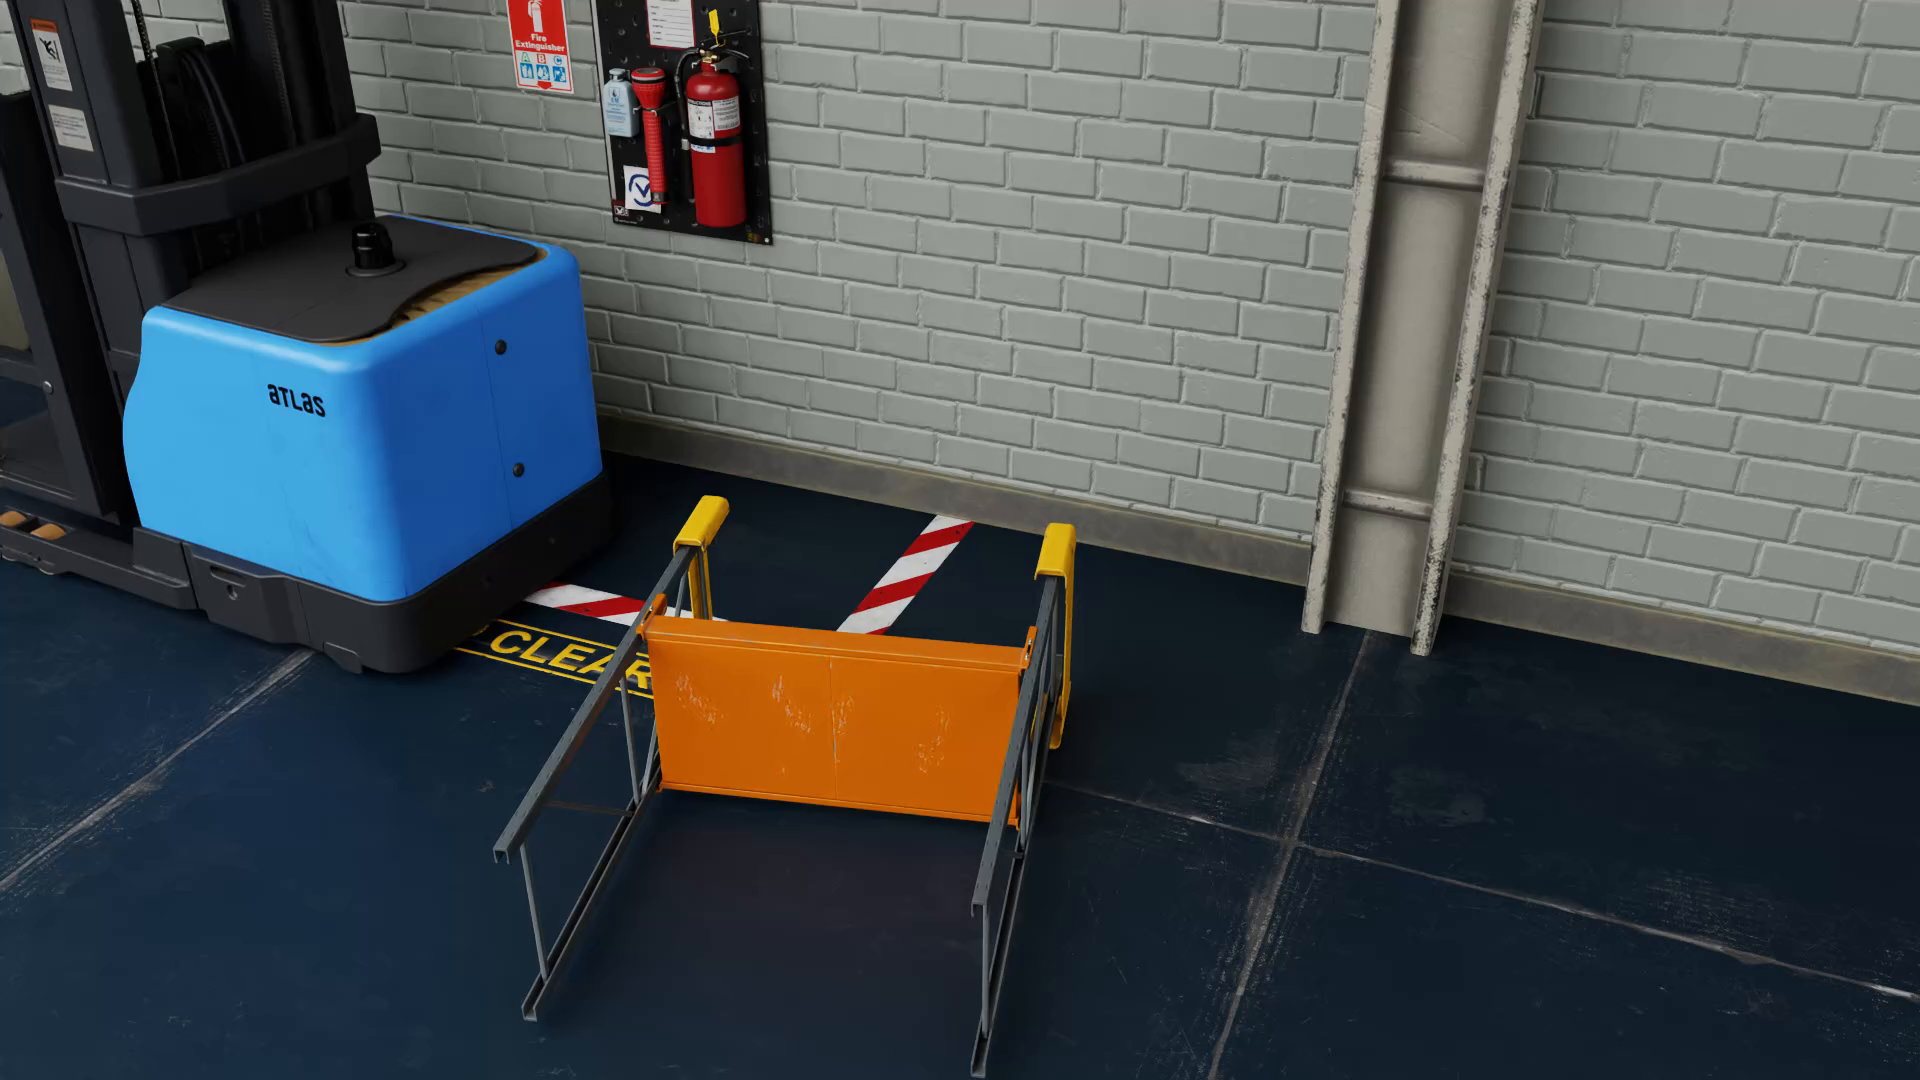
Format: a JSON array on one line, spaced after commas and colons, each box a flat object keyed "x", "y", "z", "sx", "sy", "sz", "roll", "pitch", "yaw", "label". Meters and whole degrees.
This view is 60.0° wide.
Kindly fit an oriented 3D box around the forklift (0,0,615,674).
[{"x": -2.721, "y": -1.374, "z": 5.202, "sx": 3.031, "sy": 2.935, "sz": 1.130, "roll": 14, "pitch": 33, "yaw": 24, "label": "forklift"}]

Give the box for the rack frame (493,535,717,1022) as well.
[{"x": -0.843, "y": 0.495, "z": 4.252, "sx": 0.032, "sy": 0.500, "sz": 1.500, "roll": 5, "pitch": 30, "yaw": 8, "label": "rack frame"}]

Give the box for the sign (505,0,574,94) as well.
[{"x": -1.432, "y": -1.693, "z": 5.661, "sx": 0.234, "sy": 0.329, "sz": 0.001, "roll": 11, "pitch": 31, "yaw": 19, "label": "sign"}]

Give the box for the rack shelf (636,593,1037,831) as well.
[{"x": -0.312, "y": 0.448, "z": 4.334, "sx": 1.000, "sy": 0.538, "sz": 0.185, "roll": 5, "pitch": 30, "yaw": 8, "label": "rack shelf"}]

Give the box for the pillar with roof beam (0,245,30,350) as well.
[{"x": -5.861, "y": -2.813, "z": 1.581, "sx": 0.400, "sy": 9.000, "sz": 9.100, "roll": 11, "pitch": 31, "yaw": 19, "label": "pillar with roof beam"}]

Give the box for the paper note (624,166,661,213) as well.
[{"x": -1.097, "y": -1.209, "z": 5.736, "sx": 0.142, "sy": 0.148, "sz": 0.016, "roll": 11, "pitch": 31, "yaw": 19, "label": "paper note"}]

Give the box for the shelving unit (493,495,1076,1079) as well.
[{"x": -0.332, "y": 0.537, "z": 4.179, "sx": 1.083, "sy": 0.587, "sz": 1.500, "roll": 5, "pitch": 30, "yaw": 8, "label": "shelving unit"}]

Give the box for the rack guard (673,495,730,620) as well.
[{"x": -0.722, "y": 0.191, "z": 4.784, "sx": 0.087, "sy": 0.587, "sz": 0.250, "roll": 5, "pitch": 30, "yaw": 8, "label": "rack guard"}]

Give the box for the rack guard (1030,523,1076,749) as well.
[{"x": 0.261, "y": 0.270, "z": 4.644, "sx": 0.087, "sy": 0.587, "sz": 0.250, "roll": 5, "pitch": 30, "yaw": 8, "label": "rack guard"}]

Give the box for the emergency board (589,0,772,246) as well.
[{"x": -0.958, "y": -1.529, "z": 5.406, "sx": 0.643, "sy": 1.169, "sz": 0.194, "roll": 11, "pitch": 31, "yaw": 19, "label": "emergency board"}]

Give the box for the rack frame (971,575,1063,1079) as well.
[{"x": 0.161, "y": 0.576, "z": 4.108, "sx": 0.032, "sy": 0.500, "sz": 1.500, "roll": 5, "pitch": 30, "yaw": 8, "label": "rack frame"}]
